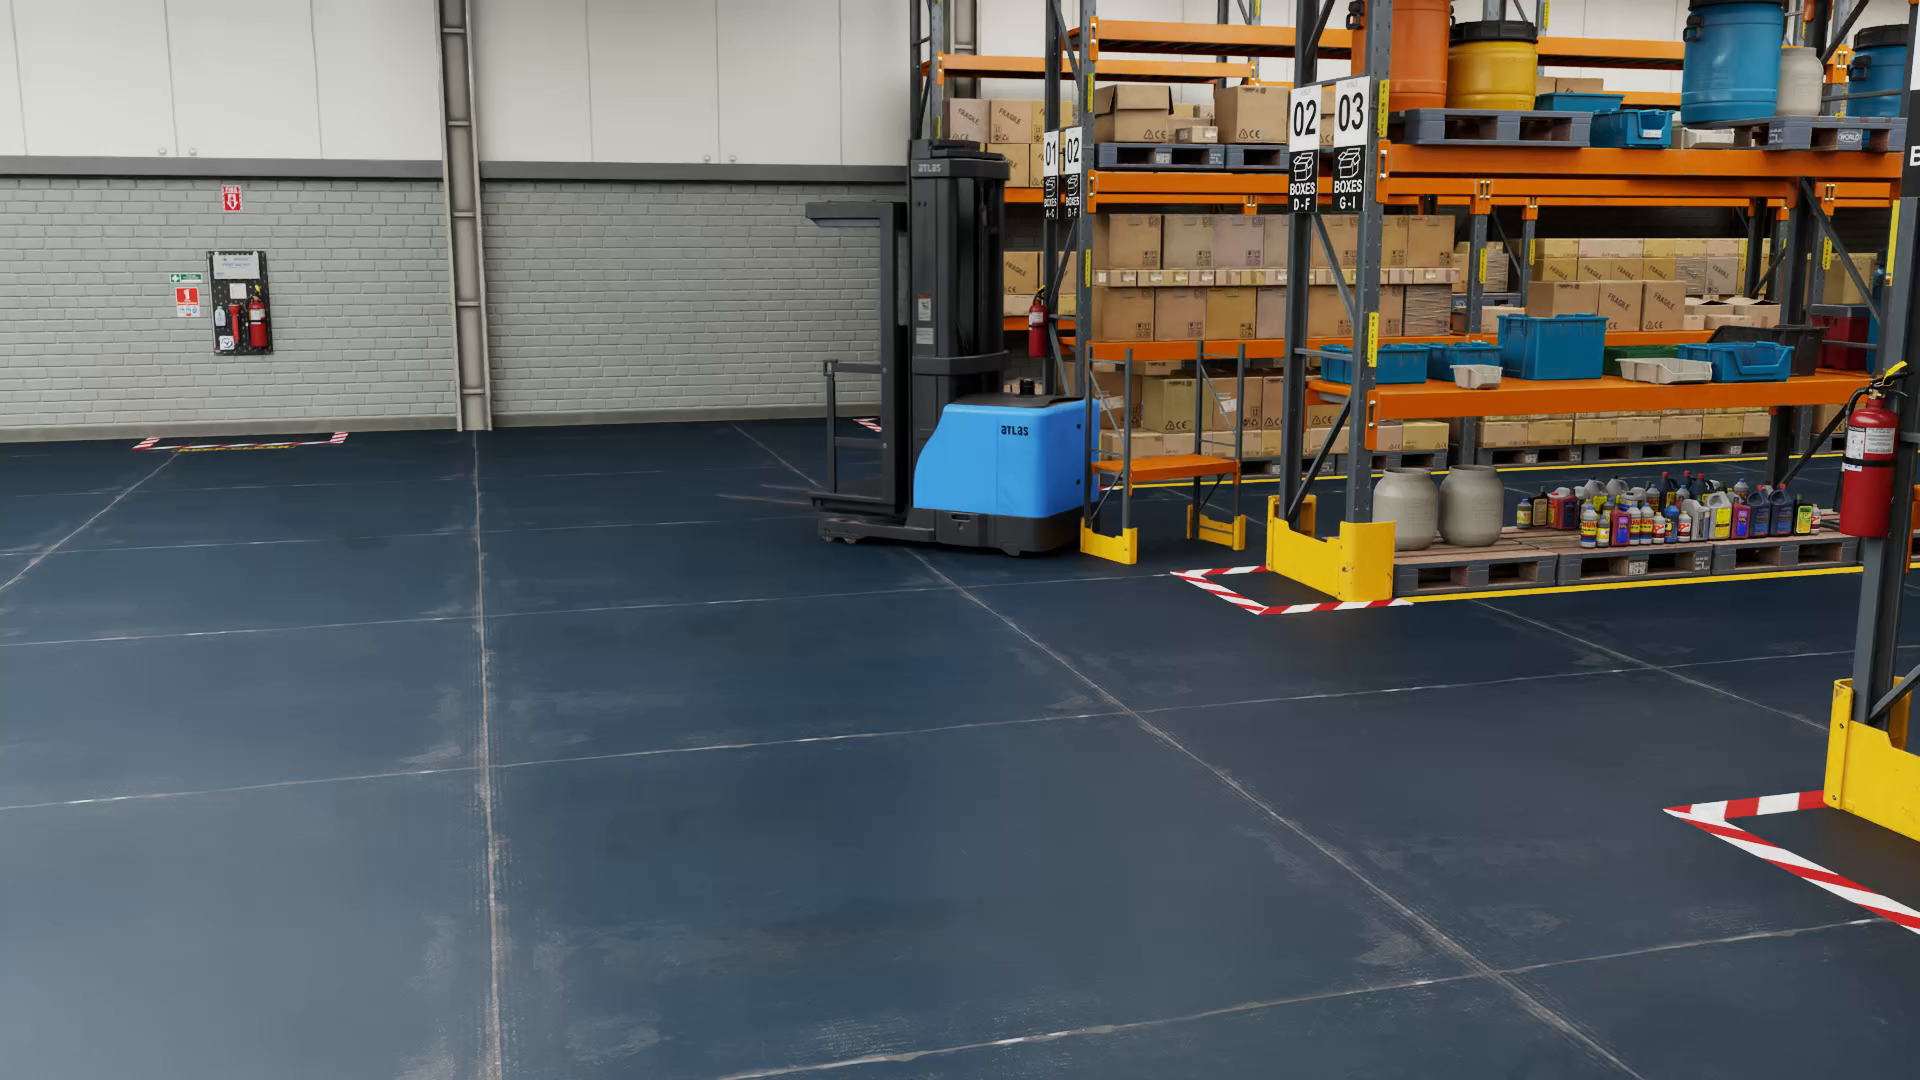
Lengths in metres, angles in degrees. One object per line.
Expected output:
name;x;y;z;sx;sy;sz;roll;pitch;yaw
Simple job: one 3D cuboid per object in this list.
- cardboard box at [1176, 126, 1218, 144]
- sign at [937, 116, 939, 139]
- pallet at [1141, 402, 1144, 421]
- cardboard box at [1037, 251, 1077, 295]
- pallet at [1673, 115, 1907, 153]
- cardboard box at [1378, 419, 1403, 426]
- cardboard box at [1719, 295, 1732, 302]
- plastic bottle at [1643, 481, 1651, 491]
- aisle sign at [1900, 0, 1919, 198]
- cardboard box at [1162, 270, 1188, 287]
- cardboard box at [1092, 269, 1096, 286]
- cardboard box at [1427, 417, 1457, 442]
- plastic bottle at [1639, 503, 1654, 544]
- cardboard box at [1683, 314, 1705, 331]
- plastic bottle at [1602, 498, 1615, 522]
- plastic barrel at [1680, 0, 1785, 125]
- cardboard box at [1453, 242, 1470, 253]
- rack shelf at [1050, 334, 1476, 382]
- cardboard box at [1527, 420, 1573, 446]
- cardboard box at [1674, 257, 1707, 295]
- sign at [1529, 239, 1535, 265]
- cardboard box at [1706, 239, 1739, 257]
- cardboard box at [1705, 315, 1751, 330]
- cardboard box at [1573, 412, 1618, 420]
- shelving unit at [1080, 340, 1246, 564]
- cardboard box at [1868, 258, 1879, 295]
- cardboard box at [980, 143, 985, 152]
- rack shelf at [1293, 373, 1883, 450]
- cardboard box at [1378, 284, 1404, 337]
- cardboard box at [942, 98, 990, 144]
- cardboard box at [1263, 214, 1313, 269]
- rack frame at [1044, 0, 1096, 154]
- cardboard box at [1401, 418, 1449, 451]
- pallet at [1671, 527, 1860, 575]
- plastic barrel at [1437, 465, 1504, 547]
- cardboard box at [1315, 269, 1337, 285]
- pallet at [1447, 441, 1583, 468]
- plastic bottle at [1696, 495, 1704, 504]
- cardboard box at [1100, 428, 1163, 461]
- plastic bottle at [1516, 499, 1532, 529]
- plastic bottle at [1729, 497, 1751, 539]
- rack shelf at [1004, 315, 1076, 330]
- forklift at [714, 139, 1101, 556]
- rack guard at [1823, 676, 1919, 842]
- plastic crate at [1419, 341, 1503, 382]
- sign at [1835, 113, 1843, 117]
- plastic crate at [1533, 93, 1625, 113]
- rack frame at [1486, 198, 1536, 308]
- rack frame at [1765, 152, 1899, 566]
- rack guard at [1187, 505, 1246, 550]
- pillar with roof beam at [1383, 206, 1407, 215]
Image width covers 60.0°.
cardboard box;2.163;-3.697;15.206;0.250;0.149;0.380;-3;11;-16
sign;-0.252;-4.713;19.162;0.005;0.325;0.100;-3;11;-16
pallet;1.628;-1.631;20.820;1.213;0.211;1.003;-3;11;-16
cardboard box;1.113;-3.227;20.079;0.500;0.500;0.500;-3;11;-18
pallet;5.540;-2.711;11.225;1.003;0.211;1.213;-3;11;-16
cardboard box;3.957;-1.382;16.131;0.500;0.500;0.500;-3;11;-16
cardboard box;10.375;-3.307;22.864;0.250;0.149;0.380;-3;11;-14
plastic bottle;4.963;-0.283;12.088;0.133;0.283;0.061;-3;11;-13
aisle sign;3.606;-1.646;6.024;0.004;0.787;0.394;-3;11;-16
cardboard box;1.913;-2.418;15.328;0.250;0.149;0.380;-3;11;-16
cardboard box;1.297;-2.462;15.566;0.250;0.149;0.380;-3;11;-17
cardboard box;5.142;-1.169;17.047;0.500;0.250;0.500;-3;11;-16
plastic bottle;4.618;-0.114;11.203;0.097;0.271;0.097;0;10;0
cardboard box;7.456;-2.248;17.167;0.250;0.149;0.380;-2;11;-12
plastic bottle;4.622;-0.194;11.831;0.097;0.201;0.097;0;10;0
plastic barrel;5.220;-3.279;11.242;0.708;0.901;0.600;-3;11;-16
cardboard box;6.649;-3.850;21.891;0.250;0.149;0.380;-5;12;-25
rack shelf;2.904;-1.788;15.963;4.000;0.370;1.077;-3;11;-16
cardboard box;5.772;-1.101;16.675;0.500;0.250;0.500;-3;11;-15
cardboard box;9.773;-3.596;22.641;0.500;0.500;0.500;-3;11;-16
sign;7.438;-3.743;21.617;0.005;0.325;0.100;-3;11;-16
cardboard box;10.247;-3.991;22.717;0.500;0.250;0.500;-3;11;-15
cardboard box;7.879;-2.229;17.062;0.250;0.149;0.380;-3;11;-16
cardboard box;6.270;-1.402;16.763;0.500;0.311;0.500;-3;11;-18
shelving unit;1.479;-0.662;12.003;1.083;1.500;0.587;-6;12;-31
cardboard box;10.170;-2.766;17.851;0.500;0.500;0.700;-1;10;-5
cardboard box;-0.013;-4.410;19.599;0.500;0.500;0.500;-3;11;-14
rack shelf;4.285;-0.927;11.285;4.000;0.370;1.077;-3;11;-16
cardboard box;3.896;-2.241;16.160;0.500;0.500;0.700;-3;11;-17
cardboard box;0.033;-4.905;19.529;0.500;0.500;0.500;-4;11;-20
cardboard box;2.955;-2.831;15.780;0.500;0.500;0.700;-3;11;-16
rack frame;0.984;-4.991;14.805;0.127;3.000;1.000;-3;11;-16
cardboard box;4.440;-1.036;16.325;0.500;0.250;0.500;-3;11;-16
pallet;5.549;0.016;11.877;1.213;0.211;1.003;-3;11;-16
plastic barrel;3.457;-0.235;11.248;0.421;0.512;0.421;0;10;0
cardboard box;3.404;-2.497;15.756;0.250;0.149;0.380;-3;11;-14
pallet;5.521;-0.916;16.940;1.213;0.211;1.003;-3;11;-16
plastic bottle;5.120;-0.170;11.475;0.133;0.283;0.061;-3;11;-16
cardboard box;1.561;-0.884;15.497;0.500;0.250;0.500;-3;11;-16
plastic bottle;4.006;-0.189;11.803;0.097;0.201;0.097;0;10;0
plastic bottle;5.339;-0.155;11.390;0.133;0.283;0.061;-2;11;-12
rack shelf;1.516;-2.649;20.640;4.000;0.370;1.077;-3;11;-16
forklift;-0.483;-1.497;12.583;3.031;2.935;1.130;6;12;29
rack guard;3.822;0.907;6.240;0.348;0.500;1.175;-3;11;-16
plastic crate;3.387;-1.216;11.277;0.408;0.251;0.499;-3;11;-16
sign;8.812;-4.117;16.696;0.005;0.325;0.100;-3;11;-16
plastic crate;4.112;-2.796;11.209;0.575;0.384;0.392;-3;11;-16
rack frame;7.277;-3.307;22.224;0.127;3.000;1.000;-3;11;-16
rack frame;6.205;-1.382;11.770;0.127;3.000;1.000;-3;11;-16
rack guard;1.902;-0.095;12.374;0.087;0.250;0.587;-6;12;-31
pillar with roof beam;6.990;-5.593;18.075;0.400;9.000;9.100;-3;11;-16
